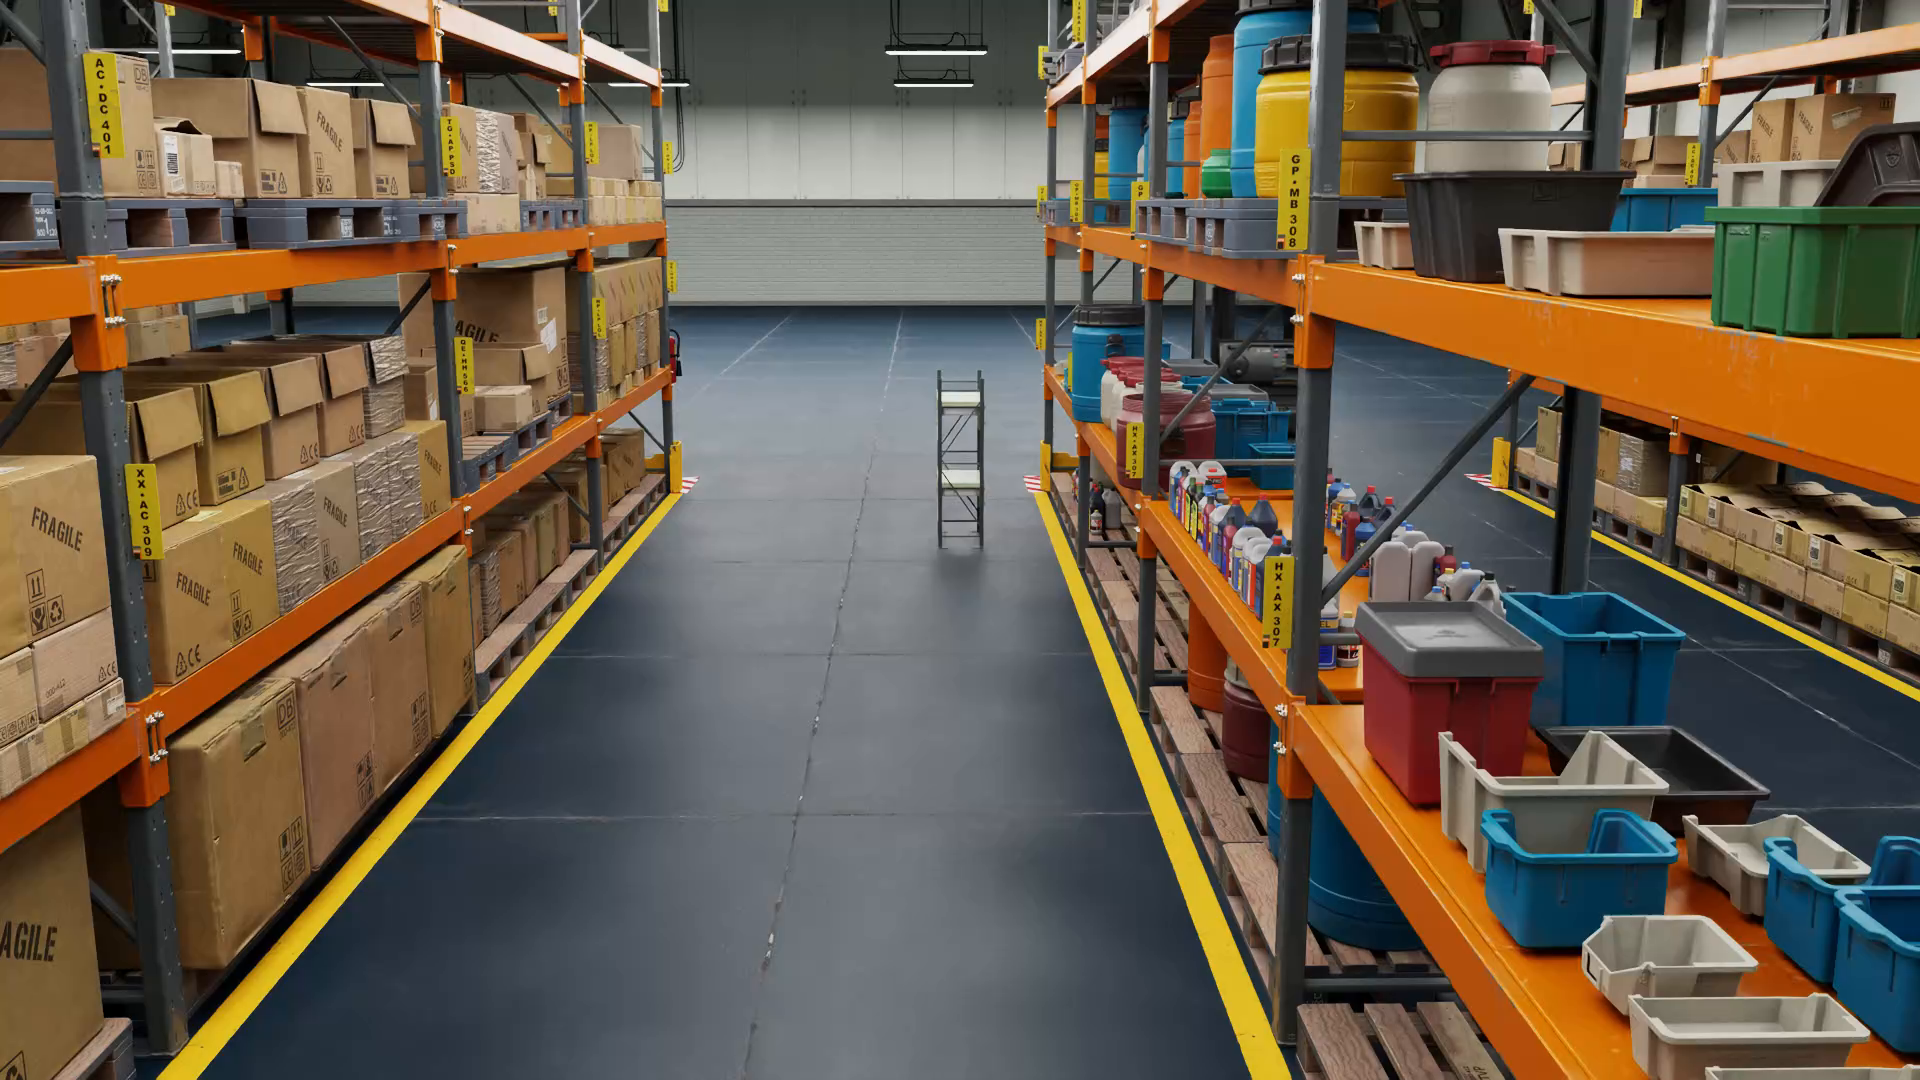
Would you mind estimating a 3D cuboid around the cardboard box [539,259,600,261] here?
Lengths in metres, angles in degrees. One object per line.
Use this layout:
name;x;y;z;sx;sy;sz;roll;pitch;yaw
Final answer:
cardboard box;-3.808;-2.489;16.269;0.500;0.500;0.500;0;11;-1

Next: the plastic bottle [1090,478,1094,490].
plastic bottle;1.172;-0.386;14.972;0.144;0.351;0.185;0;11;-2

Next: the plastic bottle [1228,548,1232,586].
plastic bottle;1.263;0.103;7.508;0.097;0.201;0.097;0;11;0

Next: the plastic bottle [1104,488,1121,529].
plastic bottle;1.327;-0.284;14.471;0.144;0.351;0.185;0;11;-1

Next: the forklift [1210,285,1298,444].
forklift;3.121;-1.856;16.834;1.130;2.935;3.031;0;11;-1

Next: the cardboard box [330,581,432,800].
cardboard box;-3.381;0.726;8.223;1.225;0.875;0.875;0;11;-1

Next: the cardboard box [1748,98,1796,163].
cardboard box;6.410;-3.106;12.715;0.500;0.500;0.500;0;11;0

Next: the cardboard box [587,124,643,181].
cardboard box;-3.266;-3.617;15.541;0.500;0.500;0.500;0;11;-1

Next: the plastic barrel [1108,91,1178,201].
plastic barrel;1.571;-3.359;14.211;0.600;0.901;0.708;0;11;-1

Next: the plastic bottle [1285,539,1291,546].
plastic bottle;1.422;0.133;7.182;0.097;0.271;0.097;0;11;0

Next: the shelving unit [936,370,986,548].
shelving unit;0.000;-0.736;14.917;0.431;1.500;0.755;0;11;-1

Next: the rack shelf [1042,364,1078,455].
rack shelf;1.443;-1.284;15.654;1.077;0.370;4.000;0;11;-1

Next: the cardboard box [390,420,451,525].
cardboard box;-3.127;-0.376;9.115;0.500;0.500;0.500;0;11;1

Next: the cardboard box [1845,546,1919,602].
cardboard box;6.245;0.197;10.994;0.500;0.311;0.500;0;11;-2

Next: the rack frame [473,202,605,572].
rack frame;-3.468;-1.219;13.523;1.000;3.000;0.127;0;11;-1

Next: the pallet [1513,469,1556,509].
pallet;6.411;-0.536;17.168;1.003;0.211;1.213;0;11;-1

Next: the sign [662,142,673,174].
sign;-2.995;-3.916;17.048;0.100;0.325;0.005;0;11;-1

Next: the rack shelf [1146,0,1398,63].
rack shelf;1.608;-2.438;7.259;1.077;0.370;4.000;0;11;-1

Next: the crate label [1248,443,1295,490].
crate label;1.933;-0.447;10.141;0.303;0.233;0.416;0;11;-1

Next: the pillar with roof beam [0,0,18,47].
pillar with roof beam;-15.376;-8.346;33.564;9.100;9.000;0.548;0;11;-1

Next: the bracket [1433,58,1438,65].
bracket;11.343;-11.330;39.222;0.235;0.232;0.430;0;11;-1

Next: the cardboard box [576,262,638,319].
cardboard box;-3.266;-2.292;15.300;0.500;0.500;0.500;0;11;-1

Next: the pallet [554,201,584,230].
pallet;-3.562;-2.474;12.636;1.213;0.211;1.003;0;11;-1

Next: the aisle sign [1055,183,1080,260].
aisle sign;1.107;-3.322;17.349;0.394;0.787;0.004;0;11;-1

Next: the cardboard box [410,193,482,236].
cardboard box;-3.140;-1.915;9.786;0.500;0.250;0.500;0;11;0

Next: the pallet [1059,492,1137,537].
pallet;1.484;-0.249;15.758;1.003;0.211;1.213;0;11;-1

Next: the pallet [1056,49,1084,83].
pallet;1.411;-4.298;15.091;1.003;0.211;1.213;0;11;-1

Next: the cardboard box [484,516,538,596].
cardboard box;-3.474;0.119;12.110;0.700;0.500;0.500;-1;12;-6

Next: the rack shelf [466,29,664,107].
rack shelf;-3.509;-4.202;14.958;1.077;0.370;4.000;0;11;-1

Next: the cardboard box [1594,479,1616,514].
cardboard box;6.183;-0.407;15.381;0.500;0.250;0.500;0;11;-1

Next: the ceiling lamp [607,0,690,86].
ceiling lamp;-7.711;-12.856;41.114;2.000;3.185;0.800;0;11;-1

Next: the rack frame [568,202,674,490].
rack frame;-3.550;-2.014;17.442;1.000;3.000;0.127;0;11;-1

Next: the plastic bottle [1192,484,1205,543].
plastic bottle;1.224;-0.135;8.473;0.061;0.283;0.133;0;11;-1

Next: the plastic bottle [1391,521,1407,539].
plastic bottle;2.020;0.048;7.603;0.097;0.271;0.097;0;11;0

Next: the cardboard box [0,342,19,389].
cardboard box;-8.448;-1.365;13.868;0.875;0.550;0.550;0;11;-1

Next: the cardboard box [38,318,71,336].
cardboard box;-8.403;-2.112;14.830;0.875;0.550;0.550;0;11;-1

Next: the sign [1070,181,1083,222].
sign;0.934;-2.714;13.324;0.100;0.325;0.005;0;11;-1

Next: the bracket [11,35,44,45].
bracket;-19.387;-10.692;36.074;0.076;0.066;4.783;0;11;-1

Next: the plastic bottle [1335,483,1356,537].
plastic bottle;1.999;-0.156;8.608;0.097;0.271;0.097;0;11;0

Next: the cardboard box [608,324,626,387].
cardboard box;-3.390;-1.603;14.416;0.875;0.500;0.500;0;11;-1

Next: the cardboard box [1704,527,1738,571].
cardboard box;6.206;0.066;13.050;0.500;0.250;0.500;0;11;0

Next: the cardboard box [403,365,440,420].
cardboard box;-3.436;-0.786;10.080;0.500;0.500;0.500;-2;12;-8

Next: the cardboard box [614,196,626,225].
cardboard box;-3.237;-2.910;14.691;0.500;0.250;0.500;-1;11;-3

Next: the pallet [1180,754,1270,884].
pallet;1.647;1.321;8.017;1.003;0.211;1.213;0;11;-1

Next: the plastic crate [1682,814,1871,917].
plastic crate;1.986;0.796;4.105;0.293;0.136;0.466;0;11;-1

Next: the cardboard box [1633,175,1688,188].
cardboard box;6.138;-3.119;14.567;0.380;0.149;0.250;0;11;-1

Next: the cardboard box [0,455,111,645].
cardboard box;-3.026;0.022;5.150;0.500;0.500;0.500;0;11;0

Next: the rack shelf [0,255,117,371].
rack shelf;-3.261;-0.349;3.498;1.077;0.370;4.000;0;11;-1

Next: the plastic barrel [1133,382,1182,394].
plastic barrel;1.323;-0.786;11.109;0.421;0.512;0.421;0;11;0

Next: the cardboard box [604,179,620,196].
cardboard box;-3.191;-3.085;14.553;0.380;0.149;0.250;0;11;-2

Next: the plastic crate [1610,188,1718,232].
plastic crate;1.987;-0.857;4.617;0.416;0.233;0.300;0;11;-1

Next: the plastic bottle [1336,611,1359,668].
plastic bottle;1.442;0.367;6.205;0.097;0.201;0.097;0;11;0

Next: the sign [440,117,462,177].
sign;-2.830;-2.187;9.249;0.100;0.325;0.005;0;11;-1

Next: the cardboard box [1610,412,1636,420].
cardboard box;6.698;-0.976;16.297;0.500;0.500;0.500;0;11;-1

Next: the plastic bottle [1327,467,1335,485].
plastic bottle;2.006;-0.262;9.102;0.061;0.283;0.133;0;11;-1

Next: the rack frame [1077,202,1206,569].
rack frame;1.484;-1.239;13.623;1.000;3.000;0.127;0;11;-1

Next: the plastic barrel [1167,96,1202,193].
plastic barrel;1.739;-2.595;11.500;0.600;0.901;0.708;0;11;-1
